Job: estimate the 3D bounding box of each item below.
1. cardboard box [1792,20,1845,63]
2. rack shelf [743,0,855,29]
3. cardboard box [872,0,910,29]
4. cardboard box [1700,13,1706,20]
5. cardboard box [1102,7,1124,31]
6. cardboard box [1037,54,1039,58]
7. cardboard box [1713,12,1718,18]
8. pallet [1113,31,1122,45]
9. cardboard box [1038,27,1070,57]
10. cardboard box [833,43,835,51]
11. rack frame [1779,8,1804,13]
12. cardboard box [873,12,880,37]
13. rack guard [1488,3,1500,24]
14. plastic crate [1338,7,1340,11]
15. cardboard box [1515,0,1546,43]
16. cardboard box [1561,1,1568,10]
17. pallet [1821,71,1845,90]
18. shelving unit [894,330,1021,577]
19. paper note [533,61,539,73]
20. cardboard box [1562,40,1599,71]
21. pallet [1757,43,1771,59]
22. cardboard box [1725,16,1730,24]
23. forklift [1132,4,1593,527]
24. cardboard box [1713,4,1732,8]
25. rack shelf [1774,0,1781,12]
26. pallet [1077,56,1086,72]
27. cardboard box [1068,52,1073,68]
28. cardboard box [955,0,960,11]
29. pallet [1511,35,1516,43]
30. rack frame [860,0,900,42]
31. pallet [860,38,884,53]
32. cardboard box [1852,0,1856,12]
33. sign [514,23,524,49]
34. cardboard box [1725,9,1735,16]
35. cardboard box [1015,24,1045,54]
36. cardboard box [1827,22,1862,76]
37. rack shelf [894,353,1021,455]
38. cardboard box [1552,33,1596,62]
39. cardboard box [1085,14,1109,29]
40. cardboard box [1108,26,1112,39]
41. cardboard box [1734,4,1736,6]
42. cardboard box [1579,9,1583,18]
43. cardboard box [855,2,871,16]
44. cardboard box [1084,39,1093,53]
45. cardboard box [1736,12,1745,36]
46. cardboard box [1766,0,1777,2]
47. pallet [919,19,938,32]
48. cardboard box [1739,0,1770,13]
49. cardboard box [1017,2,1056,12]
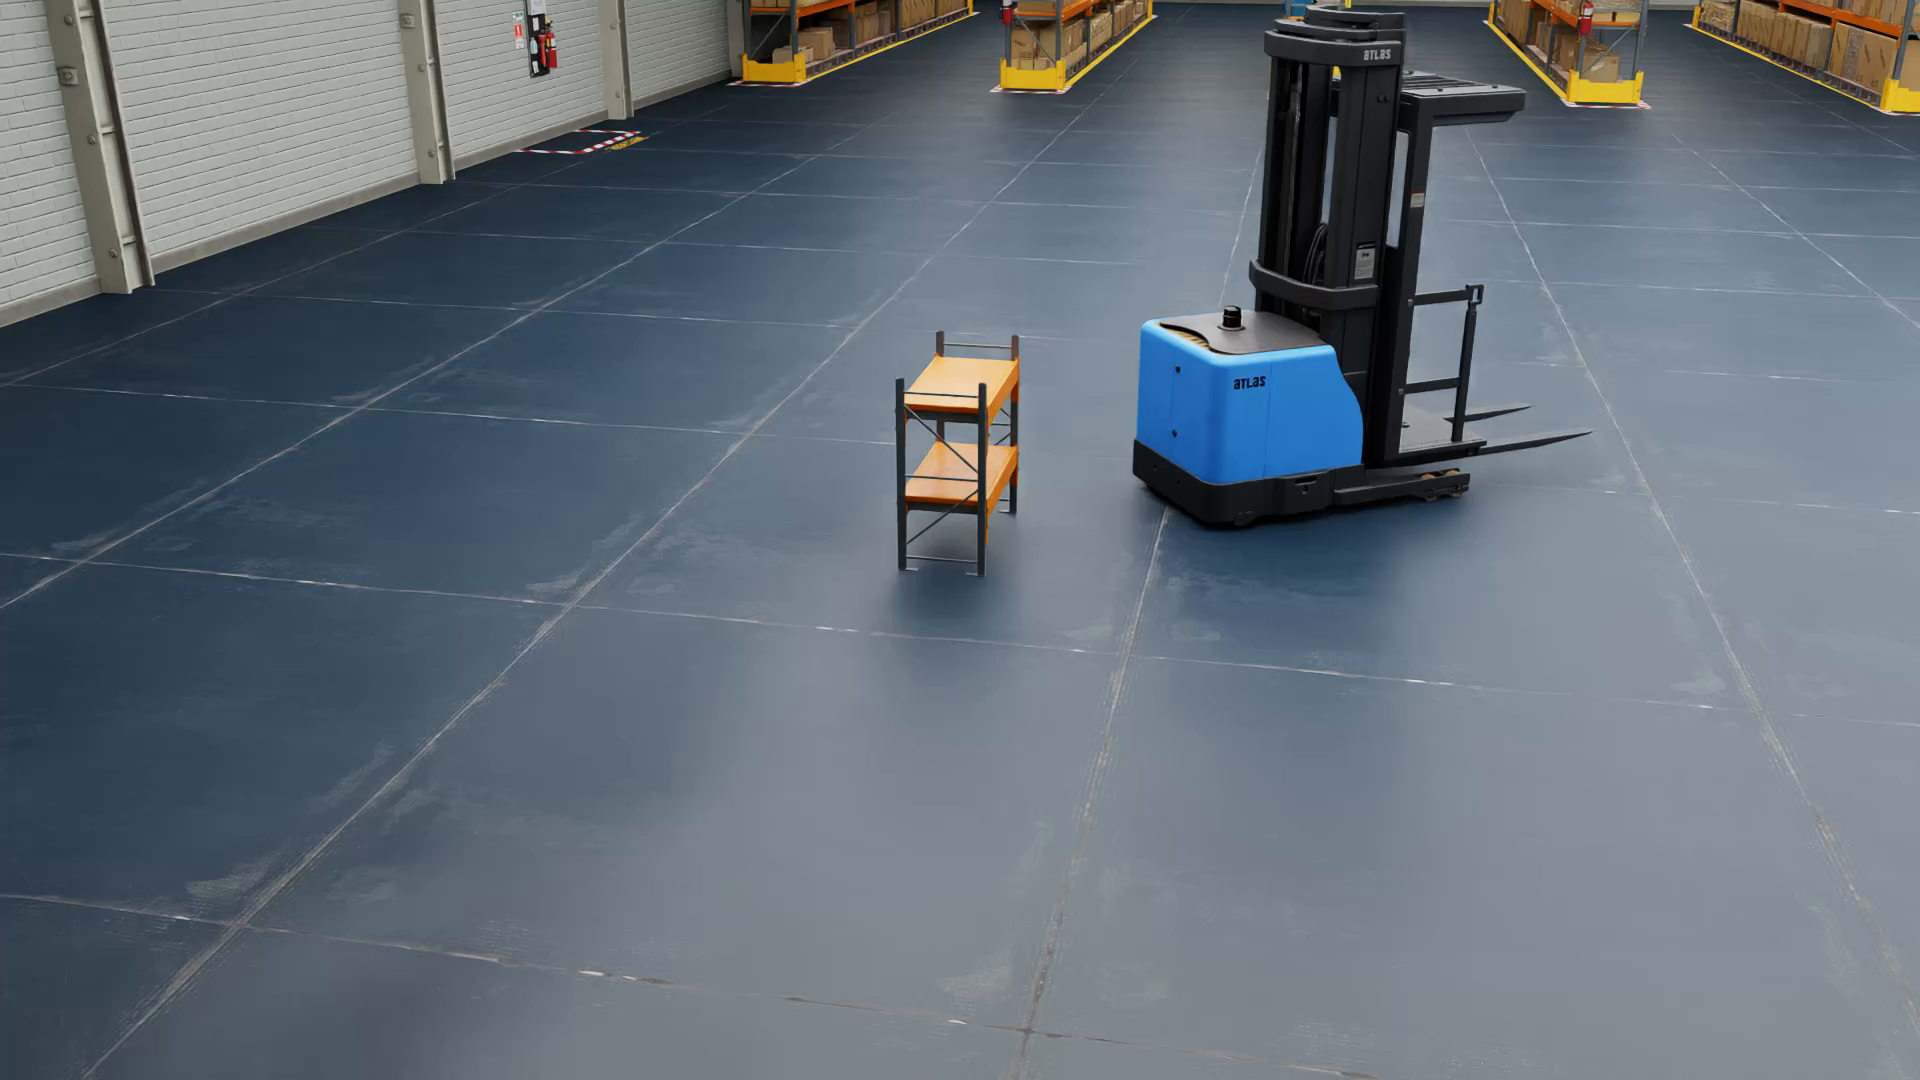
[{"bbox_3d":[16.915,-9.694,32.358,1.050,0.750,0.750,4,22,11],"label":"cardboard box"},{"bbox_3d":[-3.115,-10.439,32.722,1.077,0.370,4.000,4,22,11],"label":"rack shelf"},{"bbox_3d":[-1.612,-12.424,39.002,0.750,0.750,0.750,4,22,10],"label":"cardboard box"},{"bbox_3d":[18.704,-13.050,41.496,0.380,0.149,0.250,5,22,12],"label":"cardboard box"},{"bbox_3d":[3.541,-12.155,38.776,0.500,0.500,0.500,4,22,10],"label":"cardboard box"},{"bbox_3d":[1.238,-8.987,31.271,0.500,0.250,0.500,4,22,11],"label":"cardboard box"},{"bbox_3d":[18.572,-12.801,40.480,0.380,0.149,0.250,3,22,8],"label":"cardboard box"},{"bbox_3d":[3.149,-11.568,38.293,1.003,0.211,1.213,4,22,11],"label":"pallet"},{"bbox_3d":[1.755,-9.295,31.031,0.500,0.500,0.500,4,22,11],"label":"cardboard box"},{"bbox_3d":[-2.786,-10.196,34.359,0.380,0.166,0.250,2,22,4],"label":"cardboard box"},{"bbox_3d":[17.492,-11.419,34.192,1.000,3.000,0.127,4,22,11],"label":"rack frame"},{"bbox_3d":[-2.205,-11.565,37.311,0.700,0.500,0.500,4,22,11],"label":"cardboard box"},{"bbox_3d":[14.294,-13.609,42.976,1.175,0.500,0.348,4,22,11],"label":"rack guard"},{"bbox_3d":[6.674,-9.467,29.697,0.298,0.136,0.250,4,22,11],"label":"plastic crate"},{"bbox_3d":[12.818,-11.294,36.164,1.225,0.875,0.875,3,22,8],"label":"cardboard box"},{"bbox_3d":[11.282,-9.835,30.594,0.380,0.149,0.250,4,22,11],"label":"cardboard box"},{"bbox_3d":[16.444,-8.391,30.405,1.003,0.211,1.213,4,22,11],"label":"pallet"},{"bbox_3d":[0.001,-0.524,9.650,0.538,1.125,1.048,4,22,11],"label":"shelving unit"},{"bbox_3d":[-6.096,-6.800,23.902,0.016,0.148,0.142,4,22,11],"label":"paper note"},{"bbox_3d":[11.611,-9.054,31.102,0.500,0.500,0.500,12,25,28],"label":"cardboard box"},{"bbox_3d":[17.653,-10.412,35.423,1.003,0.211,1.213,4,22,11],"label":"pallet"},{"bbox_3d":[18.104,-12.132,38.818,0.380,0.149,0.250,3,22,8],"label":"cardboard box"},{"bbox_3d":[2.681,-1.778,10.345,3.031,2.935,1.130,-9,23,-20],"label":"forklift"},{"bbox_3d":[18.534,-12.938,40.420,0.380,0.149,0.250,5,23,13],"label":"cardboard box"},{"bbox_3d":[17.900,-11.817,36.143,1.077,0.370,4.000,4,22,11],"label":"rack shelf"},{"bbox_3d":[1.940,-9.547,33.276,1.003,0.211,1.213,4,22,11],"label":"pallet"},{"bbox_3d":[1.856,-9.130,31.626,0.500,0.250,0.500,4,22,11],"label":"cardboard box"},{"bbox_3d":[-0.405,-14.482,44.580,0.700,0.500,0.500,4,22,11],"label":"cardboard box"},{"bbox_3d":[13.390,-11.716,38.661,1.003,0.211,1.213,4,22,11],"label":"pallet"},{"bbox_3d":[-1.890,-12.967,38.036,1.000,3.000,0.127,4,22,11],"label":"rack frame"},{"bbox_3d":[-2.302,-10.943,36.743,1.003,0.211,1.213,4,22,11],"label":"pallet"},{"bbox_3d":[16.522,-9.687,29.691,0.875,0.550,0.550,4,22,11],"label":"cardboard box"},{"bbox_3d":[-6.206,-7.090,23.396,0.001,0.329,0.234,4,22,11],"label":"sign"},{"bbox_3d":[18.183,-12.369,39.007,0.380,0.149,0.250,4,22,10],"label":"cardboard box"},{"bbox_3d":[1.335,-9.518,31.586,0.500,0.500,0.500,4,22,11],"label":"cardboard box"},{"bbox_3d":[16.479,-8.941,30.321,0.875,0.875,0.875,5,22,12],"label":"cardboard box"},{"bbox_3d":[0.001,-0.796,9.540,0.538,0.278,1.000,4,22,11],"label":"rack shelf"},{"bbox_3d":[11.987,-9.639,32.529,0.700,0.500,0.500,3,22,7],"label":"cardboard box"},{"bbox_3d":[2.995,-11.370,36.436,0.500,0.311,0.500,4,22,10],"label":"cardboard box"},{"bbox_3d":[3.091,-11.299,37.013,0.500,0.250,0.500,5,22,12],"label":"cardboard box"},{"bbox_3d":[19.114,-12.999,40.572,0.380,0.149,0.250,4,22,9],"label":"cardboard box"},{"bbox_3d":[10.933,-9.099,28.767,0.380,0.149,0.250,4,22,11],"label":"cardboard box"},{"bbox_3d":[-2.264,-11.700,36.643,0.500,0.250,0.500,4,22,11],"label":"cardboard box"},{"bbox_3d":[2.469,-10.176,34.224,0.500,0.250,0.500,4,22,10],"label":"cardboard box"},{"bbox_3d":[17.898,-11.667,37.592,0.500,0.500,0.500,5,23,13],"label":"cardboard box"},{"bbox_3d":[18.404,-11.974,37.349,0.500,0.250,0.500,4,22,9],"label":"cardboard box"},{"bbox_3d":[-1.158,-12.849,41.474,1.003,0.211,1.213,4,22,11],"label":"pallet"},{"bbox_3d":[17.899,-12.015,37.452,0.500,0.250,0.500,3,22,9],"label":"cardboard box"},{"bbox_3d":[1.435,-9.881,30.240,0.700,0.500,0.500,4,22,11],"label":"cardboard box"}]
